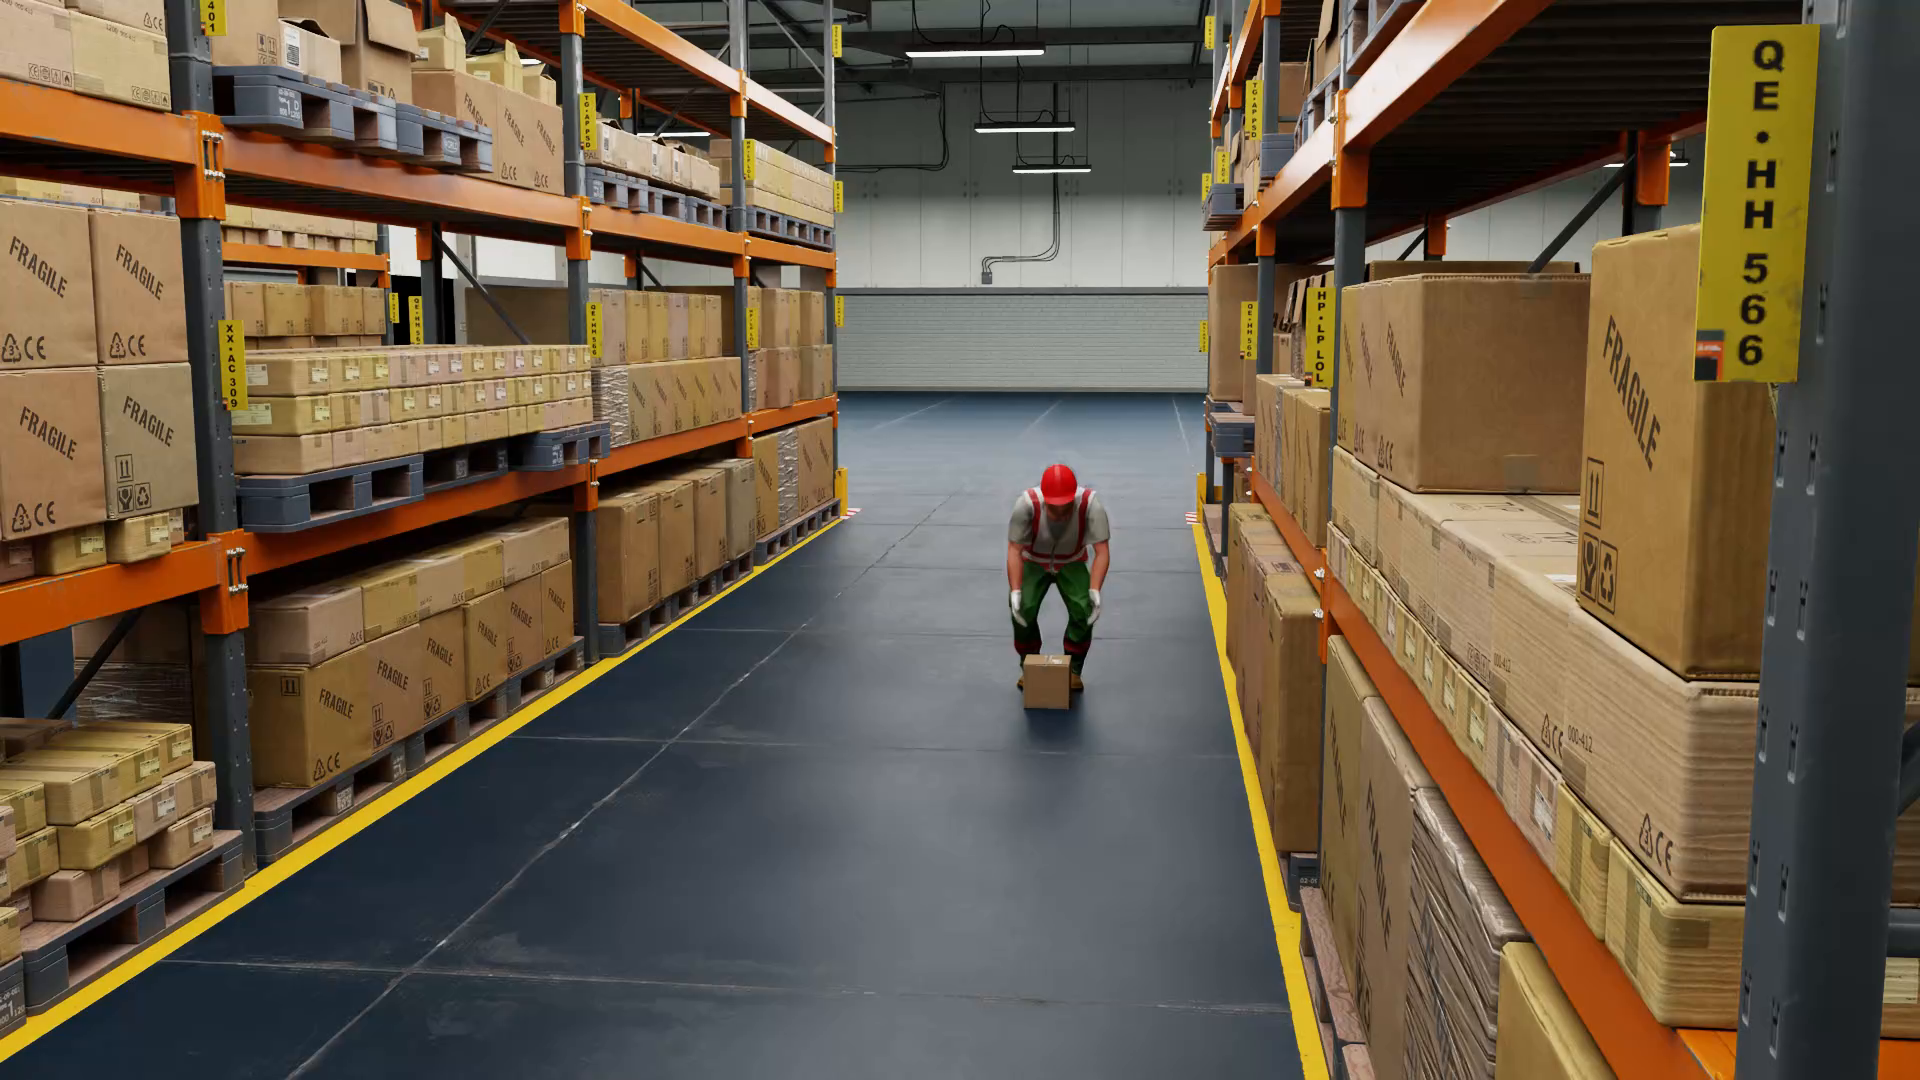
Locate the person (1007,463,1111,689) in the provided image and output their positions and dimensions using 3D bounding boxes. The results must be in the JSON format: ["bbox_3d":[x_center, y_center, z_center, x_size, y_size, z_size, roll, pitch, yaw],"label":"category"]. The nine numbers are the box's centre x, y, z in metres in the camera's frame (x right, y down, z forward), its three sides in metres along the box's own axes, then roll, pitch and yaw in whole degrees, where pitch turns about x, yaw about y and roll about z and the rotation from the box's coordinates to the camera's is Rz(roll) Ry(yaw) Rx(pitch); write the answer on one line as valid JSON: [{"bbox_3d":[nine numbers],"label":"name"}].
[{"bbox_3d":[0.566,0.200,9.479,0.584,1.321,0.808,1,8,6],"label":"person"}]
